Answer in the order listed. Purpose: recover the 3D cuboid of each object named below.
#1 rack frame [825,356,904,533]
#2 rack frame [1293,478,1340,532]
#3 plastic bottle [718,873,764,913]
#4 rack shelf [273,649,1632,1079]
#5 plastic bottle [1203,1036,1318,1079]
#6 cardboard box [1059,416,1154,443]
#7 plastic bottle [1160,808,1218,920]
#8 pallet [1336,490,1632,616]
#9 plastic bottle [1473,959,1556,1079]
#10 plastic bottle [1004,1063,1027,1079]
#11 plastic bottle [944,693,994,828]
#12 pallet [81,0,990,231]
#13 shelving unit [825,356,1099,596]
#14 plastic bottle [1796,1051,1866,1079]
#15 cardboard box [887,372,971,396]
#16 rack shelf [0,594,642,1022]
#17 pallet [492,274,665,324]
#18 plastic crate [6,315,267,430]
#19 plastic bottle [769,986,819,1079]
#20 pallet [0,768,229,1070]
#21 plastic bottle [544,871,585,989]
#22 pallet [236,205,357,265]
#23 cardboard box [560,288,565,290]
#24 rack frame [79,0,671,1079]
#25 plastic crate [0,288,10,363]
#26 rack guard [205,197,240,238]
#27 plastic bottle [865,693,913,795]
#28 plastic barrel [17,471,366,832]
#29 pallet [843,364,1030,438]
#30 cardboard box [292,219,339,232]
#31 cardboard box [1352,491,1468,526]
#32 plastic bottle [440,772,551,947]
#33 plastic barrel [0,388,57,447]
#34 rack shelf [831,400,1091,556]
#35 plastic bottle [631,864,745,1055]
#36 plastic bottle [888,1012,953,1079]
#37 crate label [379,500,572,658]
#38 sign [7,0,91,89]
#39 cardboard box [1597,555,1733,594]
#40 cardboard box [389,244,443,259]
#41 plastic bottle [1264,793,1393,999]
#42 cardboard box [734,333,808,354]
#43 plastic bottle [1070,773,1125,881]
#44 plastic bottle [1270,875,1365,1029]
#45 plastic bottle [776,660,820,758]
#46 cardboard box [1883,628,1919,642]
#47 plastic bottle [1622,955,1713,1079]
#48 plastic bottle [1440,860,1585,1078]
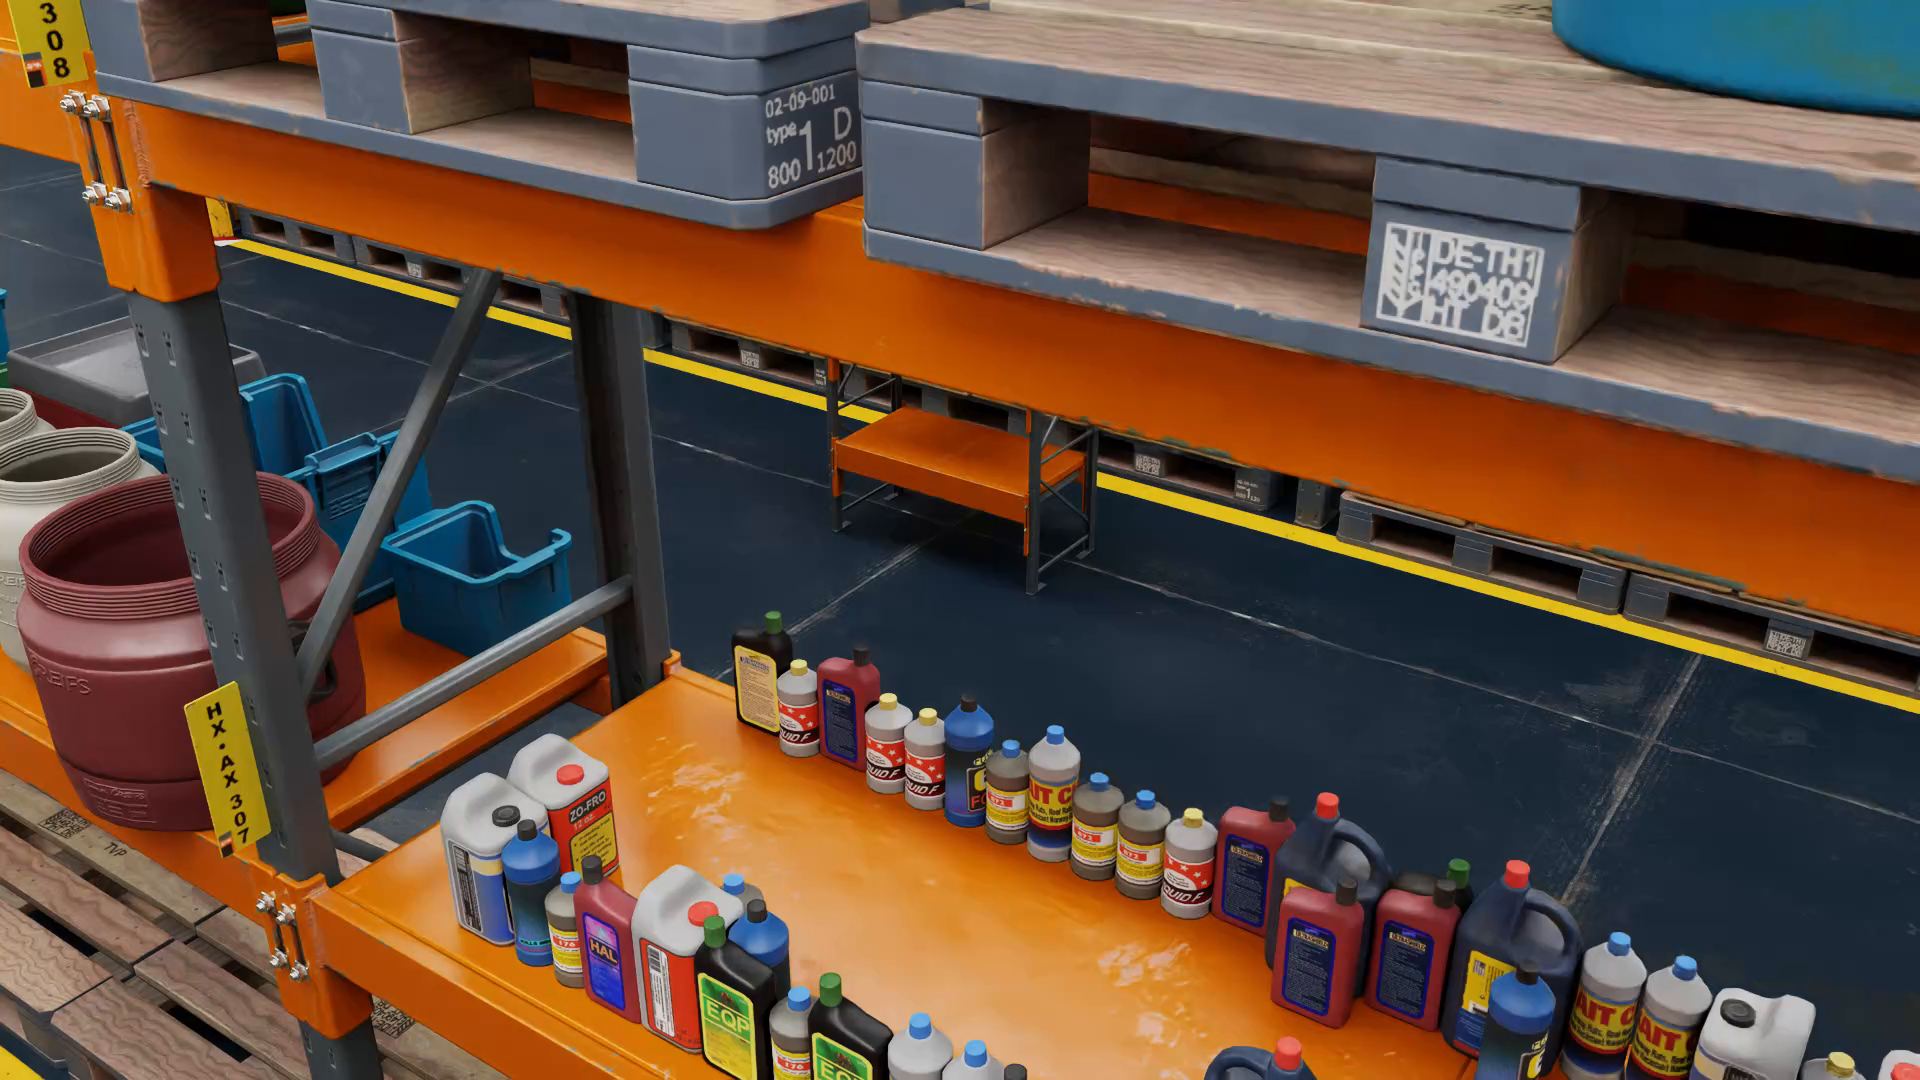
[{"bbox_3d":[-0.413,-0.630,7.248,0.032,1.125,0.500,17,32,30],"label":"rack frame"},{"bbox_3d":[1.814,-1.575,7.037,0.127,3.000,1.000,17,32,30],"label":"rack frame"},{"bbox_3d":[-0.383,0.664,2.857,0.097,0.201,0.097,0,27,0],"label":"plastic bottle"},{"bbox_3d":[0.655,1.110,2.554,4.000,0.370,1.077,17,32,30],"label":"rack shelf"},{"bbox_3d":[0.428,0.837,2.352,0.185,0.351,0.144,17,32,30],"label":"plastic bottle"},{"bbox_3d":[0.816,-0.711,7.909,0.500,0.250,0.500,17,31,30],"label":"cardboard box"},{"bbox_3d":[0.418,0.580,3.023,0.097,0.201,0.097,0,27,0],"label":"plastic bottle"},{"bbox_3d":[2.408,-0.126,7.265,1.213,0.211,1.003,17,32,30],"label":"pallet"},{"bbox_3d":[0.861,0.766,2.580,0.097,0.271,0.097,0,27,0],"label":"plastic bottle"},{"bbox_3d":[0.107,0.874,2.354,0.133,0.283,0.061,17,32,30],"label":"plastic bottle"},{"bbox_3d":[0.017,0.424,3.252,0.097,0.271,0.097,0,27,0],"label":"plastic bottle"},{"bbox_3d":[-0.418,-0.744,2.305,1.213,0.211,1.003,17,32,30],"label":"pallet"},{"bbox_3d":[0.006,-0.500,6.991,1.048,1.125,0.538,17,32,30],"label":"shelving unit"},{"bbox_3d":[1.295,0.853,2.486,0.097,0.201,0.097,0,27,0],"label":"plastic bottle"},{"bbox_3d":[-0.023,-0.973,8.423,0.500,0.250,0.500,18,32,31],"label":"cardboard box"},{"bbox_3d":[-2.642,0.083,4.572,4.000,0.370,1.077,17,32,30],"label":"rack shelf"},{"bbox_3d":[-2.115,-1.579,10.120,1.213,0.211,1.003,17,32,30],"label":"pallet"},{"bbox_3d":[-2.152,-0.282,4.426,0.583,0.464,0.402,17,32,30],"label":"plastic crate"},{"bbox_3d":[-0.248,0.790,2.610,0.097,0.201,0.097,0,27,0],"label":"plastic bottle"},{"bbox_3d":[-2.611,0.992,5.068,1.213,0.211,1.003,17,32,30],"label":"pallet"},{"bbox_3d":[-0.659,0.662,2.862,0.097,0.201,0.097,0,27,0],"label":"plastic bottle"},{"bbox_3d":[-4.126,-2.206,11.351,1.213,0.211,1.003,17,32,30],"label":"pallet"},{"bbox_3d":[-1.989,-1.601,9.657,0.500,0.250,0.500,17,32,30],"label":"cardboard box"},{"bbox_3d":[-0.993,0.276,3.400,0.127,3.000,1.000,17,32,30],"label":"rack frame"},{"bbox_3d":[-3.205,-0.577,5.094,0.575,0.384,0.392,17,32,30],"label":"plastic crate"},{"bbox_3d":[-4.800,-2.521,11.653,0.348,0.500,1.175,17,32,30],"label":"rack guard"},{"bbox_3d":[-0.143,0.405,3.366,0.097,0.201,0.097,0,27,0],"label":"plastic bottle"},{"bbox_3d":[-1.547,0.210,3.381,0.708,0.536,0.600,17,32,30],"label":"plastic barrel"},{"bbox_3d":[0.156,-0.872,8.730,1.213,0.211,1.003,17,32,30],"label":"pallet"},{"bbox_3d":[-4.050,-2.243,10.919,0.500,0.250,0.500,17,32,30],"label":"cardboard box"},{"bbox_3d":[2.028,-0.433,7.065,0.500,0.500,0.500,19,32,32],"label":"cardboard box"},{"bbox_3d":[-0.820,0.563,2.972,0.135,0.276,0.152,17,32,30],"label":"plastic bottle"},{"bbox_3d":[-2.309,-0.066,3.949,0.421,0.512,0.421,0,27,0],"label":"plastic barrel"},{"bbox_3d":[0.006,-0.282,7.102,1.000,0.278,0.538,17,32,30],"label":"rack shelf"},{"bbox_3d":[-0.438,0.682,2.739,0.135,0.276,0.152,17,32,30],"label":"plastic bottle"},{"bbox_3d":[-0.058,0.818,2.478,0.097,0.271,0.097,0,27,0],"label":"plastic bottle"},{"bbox_3d":[-1.128,0.102,3.926,0.416,0.233,0.303,17,32,30],"label":"crate label"},{"bbox_3d":[-1.299,-0.807,2.336,0.005,0.325,0.100,17,32,30],"label":"sign"},{"bbox_3d":[2.873,-0.170,6.548,0.500,0.500,0.500,17,31,30],"label":"cardboard box"},{"bbox_3d":[-3.228,-1.984,10.410,0.500,0.250,0.500,17,32,30],"label":"cardboard box"},{"bbox_3d":[0.631,0.592,2.833,0.185,0.351,0.144,17,32,30],"label":"plastic bottle"},{"bbox_3d":[-0.870,-1.236,8.939,0.500,0.250,0.500,18,32,32],"label":"cardboard box"},{"bbox_3d":[0.258,0.530,3.121,0.097,0.201,0.097,0,27,0],"label":"plastic bottle"},{"bbox_3d":[0.595,0.667,2.760,0.133,0.283,0.061,17,32,30],"label":"plastic bottle"},{"bbox_3d":[-0.333,0.346,3.483,0.097,0.201,0.097,0,27,0],"label":"plastic bottle"},{"bbox_3d":[3.727,0.092,6.033,0.500,0.500,0.500,18,32,31],"label":"cardboard box"},{"bbox_3d":[1.104,0.762,2.587,0.097,0.271,0.097,0,27,0],"label":"plastic bottle"},{"bbox_3d":[0.894,0.674,2.672,0.185,0.351,0.144,17,32,30],"label":"plastic bottle"}]
